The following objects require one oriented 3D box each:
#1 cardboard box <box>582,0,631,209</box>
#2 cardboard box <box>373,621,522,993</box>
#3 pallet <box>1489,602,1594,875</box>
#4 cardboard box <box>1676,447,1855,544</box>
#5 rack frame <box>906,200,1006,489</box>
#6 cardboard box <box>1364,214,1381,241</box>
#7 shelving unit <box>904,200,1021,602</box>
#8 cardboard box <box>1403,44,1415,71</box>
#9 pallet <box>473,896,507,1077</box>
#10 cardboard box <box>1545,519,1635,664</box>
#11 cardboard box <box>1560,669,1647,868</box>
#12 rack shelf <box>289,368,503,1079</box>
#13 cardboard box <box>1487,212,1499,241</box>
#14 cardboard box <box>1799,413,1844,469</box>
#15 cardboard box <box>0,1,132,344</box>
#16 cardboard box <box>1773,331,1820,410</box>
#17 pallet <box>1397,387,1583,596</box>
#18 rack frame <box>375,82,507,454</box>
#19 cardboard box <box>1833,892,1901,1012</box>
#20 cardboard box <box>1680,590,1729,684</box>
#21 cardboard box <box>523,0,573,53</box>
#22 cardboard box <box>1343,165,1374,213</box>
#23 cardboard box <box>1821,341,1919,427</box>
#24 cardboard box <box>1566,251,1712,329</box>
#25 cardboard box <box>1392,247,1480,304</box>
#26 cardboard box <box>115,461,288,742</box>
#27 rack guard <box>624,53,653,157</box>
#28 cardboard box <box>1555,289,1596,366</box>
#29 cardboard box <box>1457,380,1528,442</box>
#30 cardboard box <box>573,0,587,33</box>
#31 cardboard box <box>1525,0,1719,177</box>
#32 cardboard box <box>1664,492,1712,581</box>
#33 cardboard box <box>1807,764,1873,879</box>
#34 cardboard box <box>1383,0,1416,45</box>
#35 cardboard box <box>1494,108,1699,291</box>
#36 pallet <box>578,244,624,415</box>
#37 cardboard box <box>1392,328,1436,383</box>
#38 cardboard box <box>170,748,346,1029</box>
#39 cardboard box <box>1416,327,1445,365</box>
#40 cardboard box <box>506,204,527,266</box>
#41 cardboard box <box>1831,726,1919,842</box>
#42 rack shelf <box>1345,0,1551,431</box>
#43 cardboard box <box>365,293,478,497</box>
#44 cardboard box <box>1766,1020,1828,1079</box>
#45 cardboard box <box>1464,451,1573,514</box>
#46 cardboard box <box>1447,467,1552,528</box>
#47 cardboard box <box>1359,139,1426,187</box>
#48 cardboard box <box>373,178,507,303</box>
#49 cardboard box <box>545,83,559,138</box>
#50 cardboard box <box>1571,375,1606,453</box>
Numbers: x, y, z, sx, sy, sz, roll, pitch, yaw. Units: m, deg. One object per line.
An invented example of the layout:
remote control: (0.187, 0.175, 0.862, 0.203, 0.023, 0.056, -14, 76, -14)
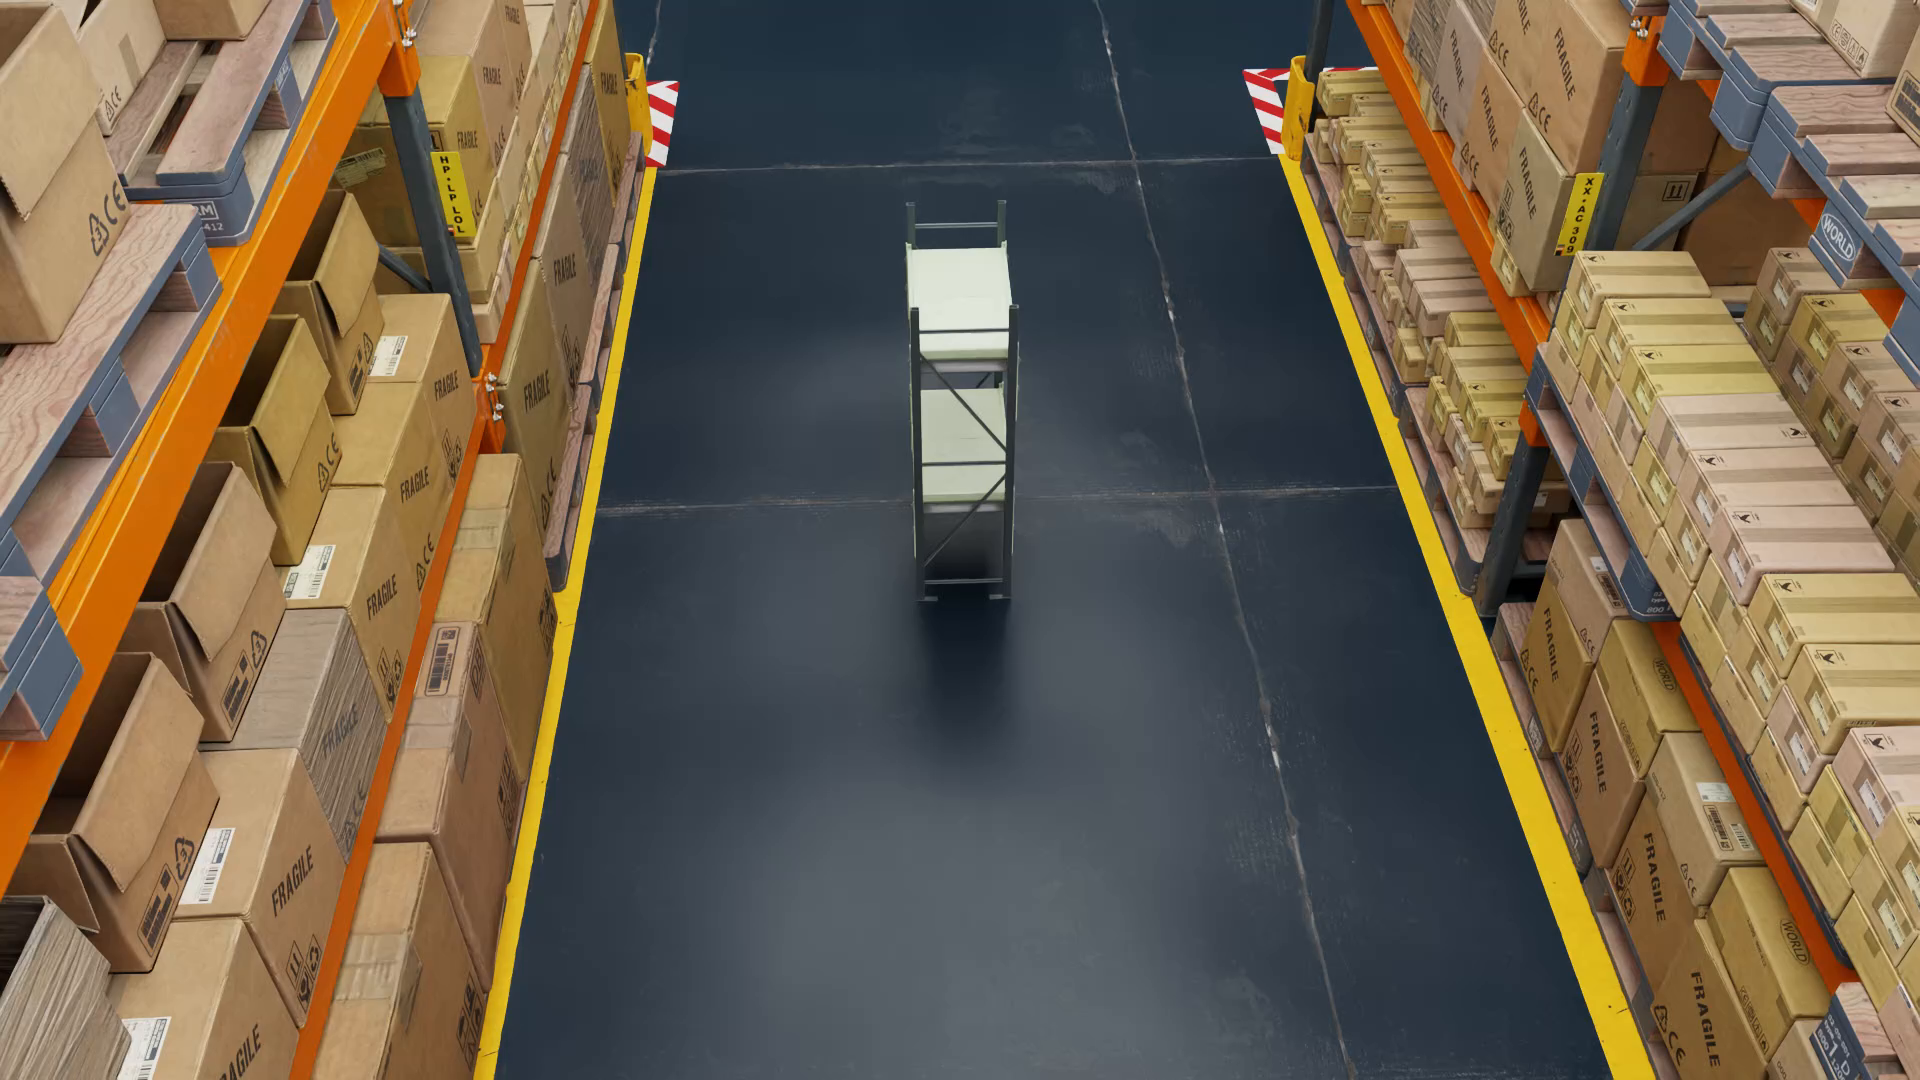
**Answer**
cardboard box: (-2.330, -2.397, 9.056, 0.875, 0.875, 0.875, -2, 43, -2)
cardboard box: (-2.181, 0.909, 5.450, 1.225, 0.875, 0.875, -3, 43, -3)
pallet: (2.727, 0.725, 6.453, 1.003, 0.211, 1.213, -2, 43, -2)
cardboard box: (2.295, -0.129, 4.755, 0.380, 0.149, 0.250, -2, 43, -2)
rack frame: (-0.015, -0.795, 7.158, 0.400, 1.500, 0.023, -2, 43, -2)
cardboard box: (2.343, -1.583, 8.706, 0.380, 0.149, 0.250, -2, 43, -2)
shelving unit: (0.000, -0.548, 6.888, 0.431, 1.500, 0.755, -2, 43, -2)
cardboard box: (2.336, -2.332, 7.910, 0.380, 0.149, 0.250, -2, 43, -3)
pallet: (-2.104, 1.618, 5.479, 1.003, 0.211, 1.213, -2, 43, -2)
cardboard box: (2.460, 0.168, 5.981, 0.500, 0.250, 0.500, -3, 43, -4)
cardboard box: (2.483, 0.801, 5.845, 0.500, 0.500, 0.500, 0, 43, 0)
rack shelf: (-2.182, 0.861, 4.773, 1.077, 0.370, 4.000, -2, 43, -2)
cardboard box: (2.375, -1.275, 6.757, 0.380, 0.149, 0.250, 0, 43, 0)
cardboard box: (2.927, -0.285, 5.366, 0.380, 0.149, 0.250, -2, 43, -2)
cardboard box: (-2.206, -0.731, 3.371, 0.797, 0.503, 0.637, -2, 43, -2)
cardboard box: (2.919, -0.560, 5.445, 0.380, 0.149, 0.250, -1, 43, -2)
pallet: (2.629, -0.253, 7.520, 1.003, 0.211, 1.213, -2, 43, -2)
rack frame: (-2.267, -0.755, 6.003, 1.000, 3.000, 0.127, -2, 43, -2)
cardboard box: (2.355, 0.980, 3.986, 0.380, 0.149, 0.250, -2, 43, -2)
cardboard box: (2.310, 0.270, 4.761, 0.380, 0.149, 0.250, -2, 43, -3)
cardboard box: (-2.109, -2.504, 7.802, 0.500, 0.250, 0.500, -3, 43, -3)
cardboard box: (2.245, -1.856, 8.784, 0.380, 0.149, 0.250, 0, 43, 0)
cardboard box: (2.926, -0.489, 5.148, 0.380, 0.149, 0.250, -3, 43, -3)
cardboard box: (2.250, -0.831, 5.521, 0.380, 0.149, 0.250, 0, 43, 0)
cardboard box: (2.288, -1.263, 7.916, 0.380, 0.149, 0.250, -3, 43, -3)
cardboard box: (-2.172, 0.152, 4.197, 0.797, 0.503, 0.637, 0, 43, 0)
rack guard: (-2.438, -2.550, 9.811, 1.175, 0.500, 0.348, -2, 43, -2)
cardboard box: (2.250, -0.721, 5.622, 0.380, 0.149, 0.250, -1, 43, -1)
cardboard box: (2.367, -0.556, 7.145, 0.380, 0.149, 0.250, -1, 43, -1)
cardboard box: (-2.061, -2.617, 8.221, 0.380, 0.149, 0.250, -1, 43, -1)
cardboard box: (2.402, -1.653, 5.949, 0.500, 0.500, 0.500, -3, 43, -3)
cardboard box: (2.299, -0.015, 4.851, 0.380, 0.149, 0.250, 0, 43, 0)
cardboard box: (2.341, 0.685, 4.088, 0.380, 0.149, 0.250, -2, 43, -2)
cardboard box: (2.322, -2.673, 7.802, 0.500, 0.500, 0.500, -1, 43, -1)
cardboard box: (2.390, -1.294, 6.297, 0.500, 0.500, 0.500, -2, 43, -2)
pallet: (-2.276, -1.068, 8.409, 1.003, 0.211, 1.213, -2, 43, -2)
cardboard box: (2.291, -0.886, 7.946, 0.380, 0.149, 0.250, -2, 43, -2)
cardboard box: (-1.896, 0.879, 4.147, 0.500, 0.500, 0.500, -2, 43, -3)
cardboard box: (2.366, -0.952, 7.797, 0.380, 0.149, 0.250, -1, 43, -1)
cardboard box: (-1.971, -1.226, 6.704, 0.380, 0.149, 0.250, 0, 43, 0)
cardboard box: (2.344, 0.583, 3.979, 0.380, 0.149, 0.250, -2, 43, -2)
rack shelf: (2.607, -1.914, 7.800, 1.077, 0.370, 4.000, -2, 43, -2)
cardboard box: (-1.975, -0.484, 5.633, 0.500, 0.500, 0.500, -2, 43, -2)
cardboard box: (2.539, 1.567, 4.454, 0.500, 0.250, 0.500, -1, 43, -1)
cardboard box: (2.361, -0.246, 7.027, 0.380, 0.149, 0.250, -1, 43, -1)
cardboard box: (2.335, -0.188, 7.183, 0.380, 0.149, 0.250, -1, 43, -1)
cardboard box: (2.313, -1.967, 8.685, 0.380, 0.149, 0.250, -4, 43, -4)
cardboard box: (-2.026, -1.134, 6.307, 0.500, 0.250, 0.500, -2, 43, -3)
cardboard box: (-2.015, -1.924, 7.464, 0.380, 0.149, 0.250, -3, 43, -3)
cardboard box: (2.267, -0.425, 5.518, 0.380, 0.149, 0.250, -1, 43, -1)
